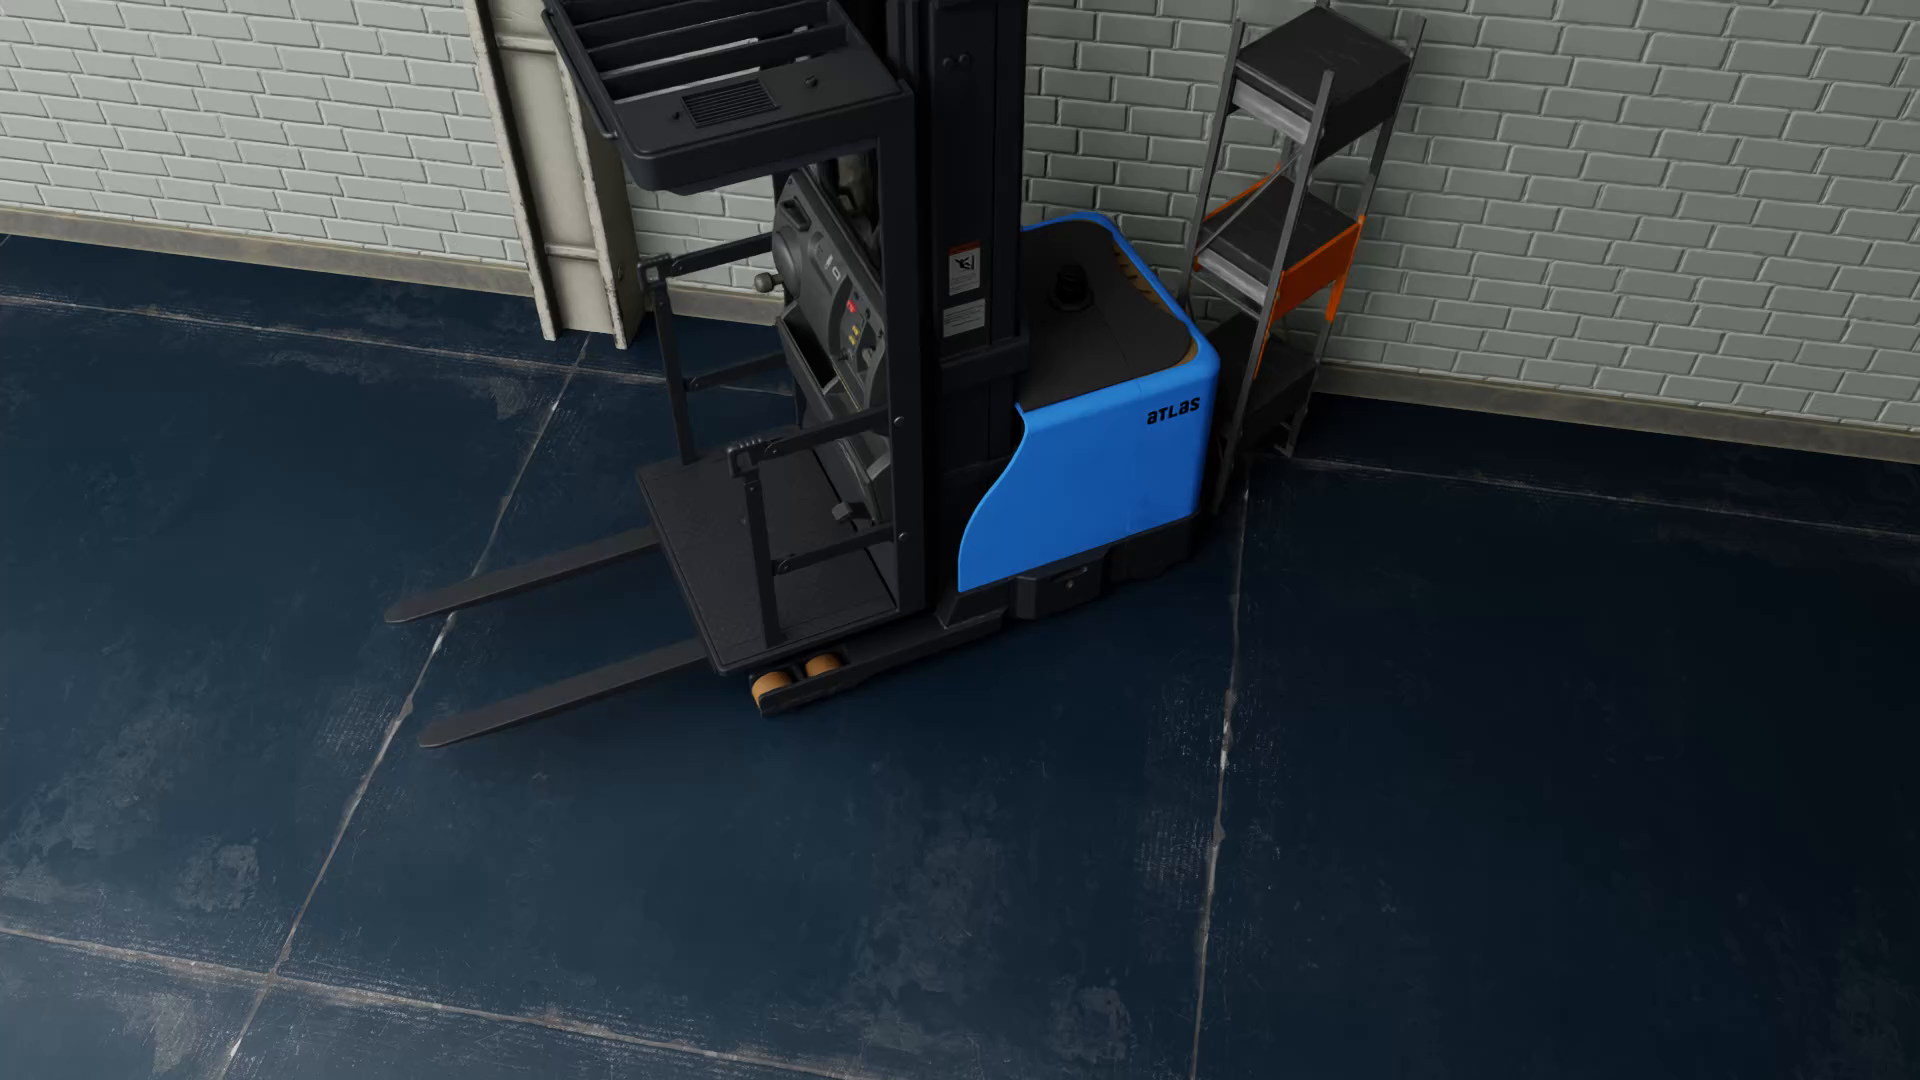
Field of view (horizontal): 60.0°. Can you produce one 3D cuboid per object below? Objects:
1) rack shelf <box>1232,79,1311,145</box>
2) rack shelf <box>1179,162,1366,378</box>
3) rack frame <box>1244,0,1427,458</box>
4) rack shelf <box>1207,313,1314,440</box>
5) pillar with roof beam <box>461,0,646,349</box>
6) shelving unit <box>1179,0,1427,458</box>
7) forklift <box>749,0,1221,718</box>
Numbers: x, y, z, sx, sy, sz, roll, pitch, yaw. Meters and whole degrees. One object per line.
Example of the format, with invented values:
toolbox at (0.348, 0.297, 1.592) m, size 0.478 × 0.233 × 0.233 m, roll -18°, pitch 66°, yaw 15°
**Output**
rack shelf at (1.191, -1.522, 5.599) m, size 0.442 × 0.100 × 0.332 m, roll -35°, pitch 60°, yaw -29°
rack shelf at (1.145, -1.007, 6.210) m, size 0.480 × 0.518 × 0.431 m, roll -35°, pitch 60°, yaw -29°
rack frame at (1.321, -1.139, 6.316) m, size 0.015 × 2.100 × 0.400 m, roll -35°, pitch 60°, yaw -29°
rack shelf at (1.112, -0.645, 6.639) m, size 0.457 × 0.174 × 0.368 m, roll -35°, pitch 60°, yaw -29°
pillar with roof beam at (-2.431, -0.854, 1.439) m, size 0.400 × 9.000 × 9.100 m, roll 8°, pitch 49°, yaw 7°
shelving unit at (1.150, -1.019, 6.202) m, size 0.492 × 2.100 × 0.431 m, roll -35°, pitch 60°, yaw -29°
forklift at (-0.622, -0.789, 5.460) m, size 3.031 × 2.935 × 1.130 m, roll -18°, pitch 51°, yaw -16°
